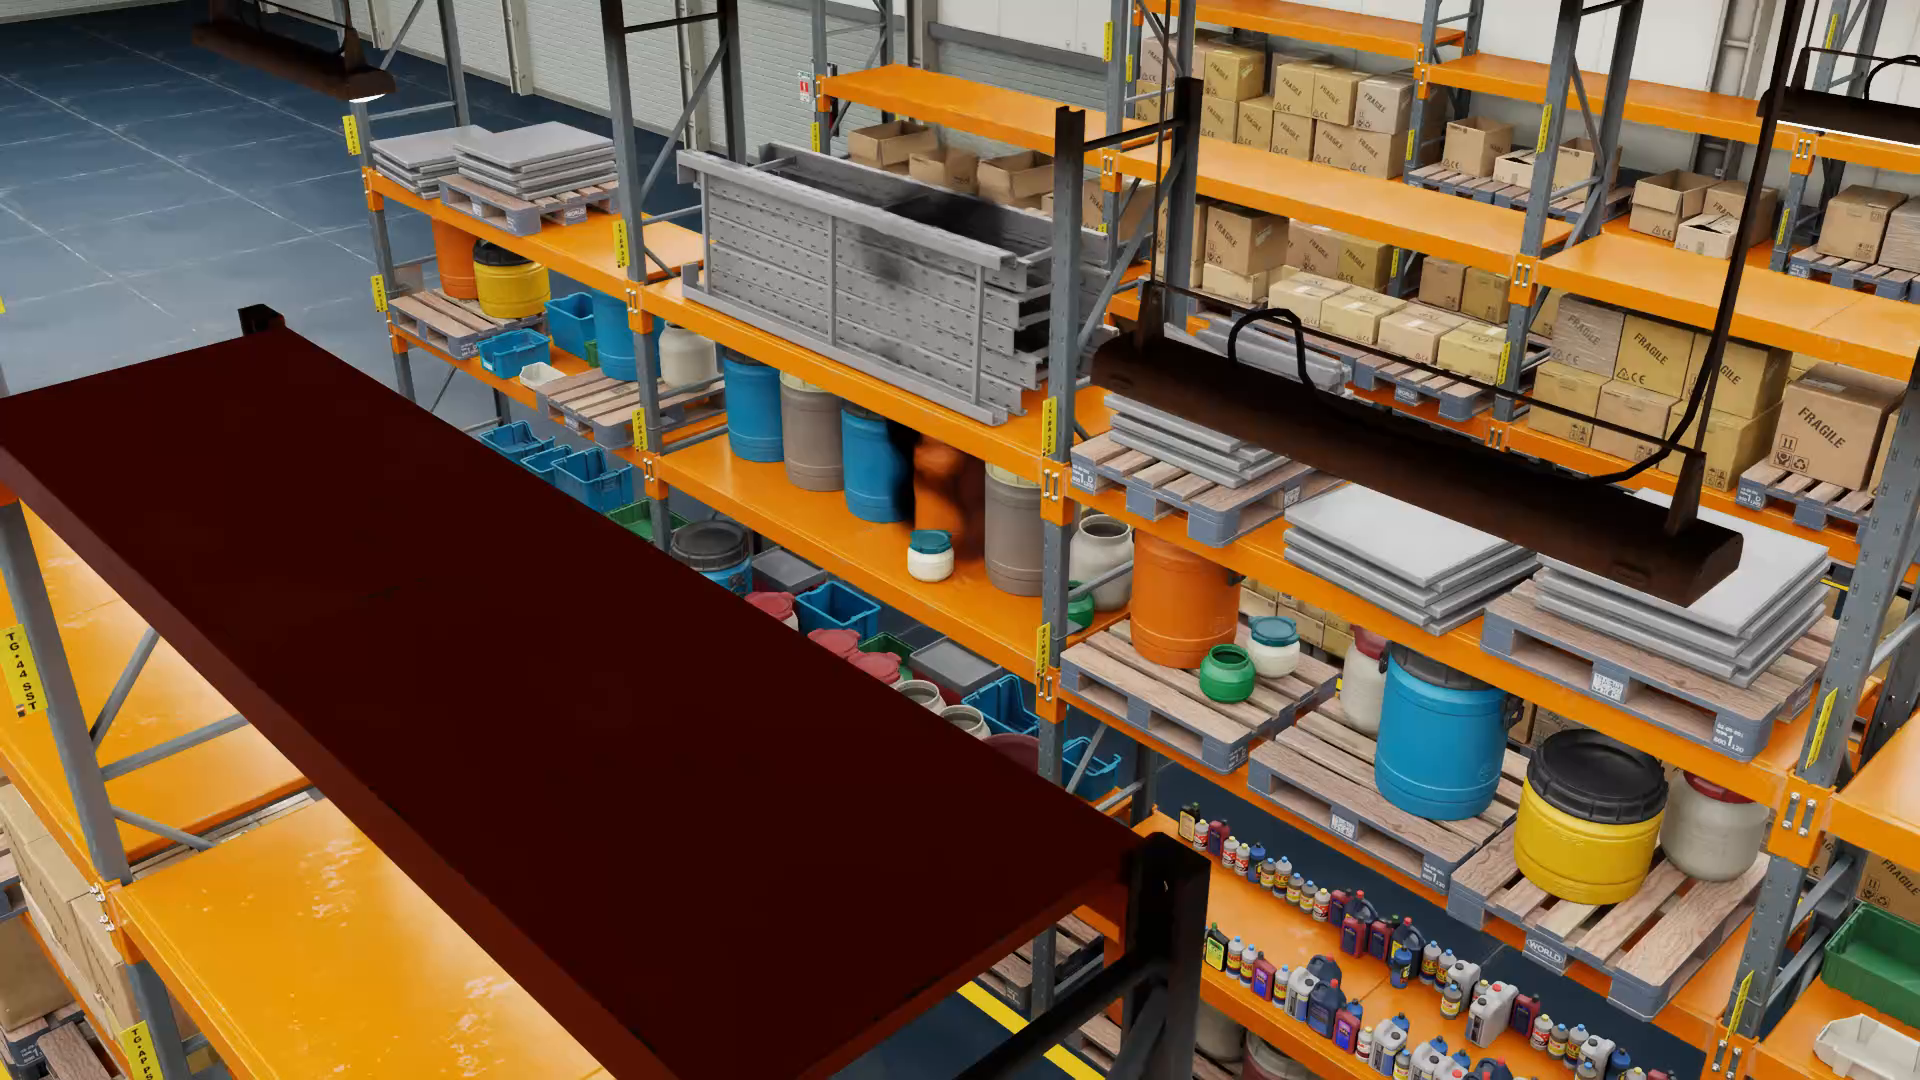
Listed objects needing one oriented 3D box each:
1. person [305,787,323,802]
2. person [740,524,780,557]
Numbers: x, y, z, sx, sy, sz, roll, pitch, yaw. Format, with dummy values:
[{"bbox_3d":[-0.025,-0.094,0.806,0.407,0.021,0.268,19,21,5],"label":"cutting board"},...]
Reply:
[{"bbox_3d":[-4.889,1.467,12.336,0.540,1.655,0.608,18,33,30],"label":"person"},{"bbox_3d":[-1.817,-0.265,15.543,0.924,1.651,0.664,15,32,26],"label":"person"}]
